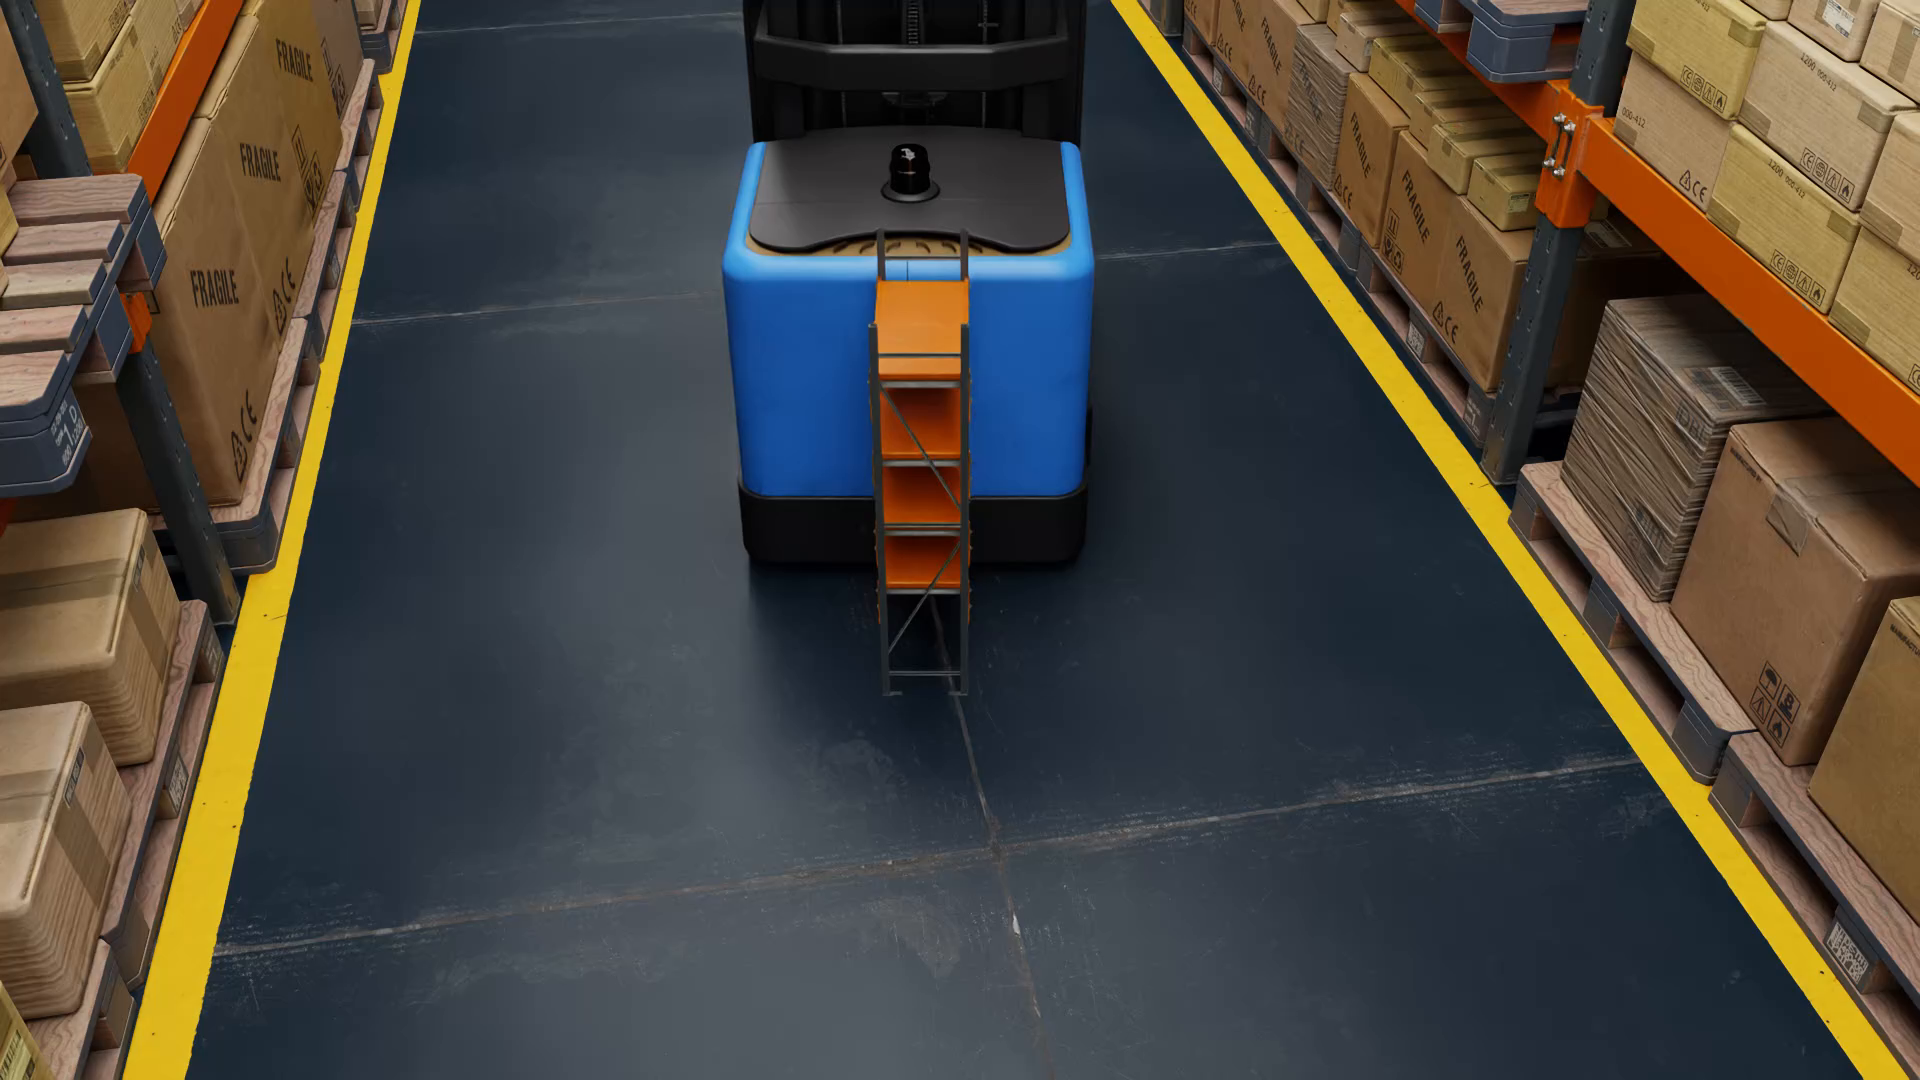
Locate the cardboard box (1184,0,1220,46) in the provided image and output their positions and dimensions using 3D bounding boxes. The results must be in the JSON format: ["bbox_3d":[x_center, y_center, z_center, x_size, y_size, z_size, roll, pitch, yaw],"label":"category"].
[{"bbox_3d":[1.401,-2.724,8.007,0.500,0.500,0.500,-5,38,-6],"label":"cardboard box"}]

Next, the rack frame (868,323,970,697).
[{"bbox_3d":[-0.097,-0.037,4.319,0.240,1.200,0.015,0,38,0],"label":"rack frame"}]

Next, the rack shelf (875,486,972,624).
[{"bbox_3d":[-0.098,0.023,4.675,0.258,0.148,0.480,0,38,0],"label":"rack shelf"}]

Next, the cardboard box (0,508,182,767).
[{"bbox_3d":[-2.558,0.304,4.213,0.950,0.372,0.625,-9,39,-11],"label":"cardboard box"}]

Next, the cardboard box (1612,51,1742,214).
[{"bbox_3d":[2.076,-1.092,4.333,0.500,0.250,0.500,-6,38,-8],"label":"cardboard box"}]

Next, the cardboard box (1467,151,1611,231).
[{"bbox_3d":[1.903,-1.152,5.454,0.380,0.149,0.250,-8,39,-10],"label":"cardboard box"}]

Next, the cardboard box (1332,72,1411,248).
[{"bbox_3d":[1.782,-1.476,6.400,0.500,0.500,0.500,-5,38,-6],"label":"cardboard box"}]

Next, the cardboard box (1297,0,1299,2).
[{"bbox_3d":[1.588,-2.420,7.086,0.380,0.149,0.250,-6,38,-8],"label":"cardboard box"}]

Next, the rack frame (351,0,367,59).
[{"bbox_3d":[-3.348,-3.326,7.086,1.000,3.000,0.127,-6,38,-8],"label":"rack frame"}]

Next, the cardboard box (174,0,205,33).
[{"bbox_3d":[-2.679,-1.799,5.243,0.500,0.250,0.500,-5,38,-6],"label":"cardboard box"}]

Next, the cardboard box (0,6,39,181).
[{"bbox_3d":[-2.294,-0.988,3.410,0.500,0.500,0.500,-7,38,-9],"label":"cardboard box"}]

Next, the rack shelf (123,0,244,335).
[{"bbox_3d":[-2.998,-1.834,5.752,1.077,0.370,4.000,-6,38,-8],"label":"rack shelf"}]

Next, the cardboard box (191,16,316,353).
[{"bbox_3d":[-2.839,-1.202,5.742,0.875,0.875,0.875,-6,38,-7],"label":"cardboard box"}]

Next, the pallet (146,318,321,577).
[{"bbox_3d":[-2.711,-0.293,5.455,1.003,0.211,1.213,-6,38,-8],"label":"pallet"}]

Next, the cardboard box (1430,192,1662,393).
[{"bbox_3d":[1.953,-0.857,5.603,0.500,0.500,0.500,-5,38,-7],"label":"cardboard box"}]

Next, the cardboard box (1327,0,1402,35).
[{"bbox_3d":[1.705,-2.110,6.687,0.380,0.149,0.250,-6,38,-8],"label":"cardboard box"}]

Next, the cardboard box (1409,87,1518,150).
[{"bbox_3d":[1.822,-1.477,5.873,0.380,0.149,0.250,-7,38,-9],"label":"cardboard box"}]

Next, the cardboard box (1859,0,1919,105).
[{"bbox_3d":[2.182,-1.047,3.543,0.380,0.149,0.250,-6,38,-7],"label":"cardboard box"}]

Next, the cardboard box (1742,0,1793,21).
[{"bbox_3d":[2.053,-1.356,3.941,0.380,0.149,0.250,-5,38,-7],"label":"cardboard box"}]

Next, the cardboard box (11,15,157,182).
[{"bbox_3d":[-2.485,-1.173,4.437,0.500,0.250,0.500,-7,38,-9],"label":"cardboard box"}]

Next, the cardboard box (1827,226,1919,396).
[{"bbox_3d":[2.257,-0.478,3.542,0.500,0.250,0.500,-7,38,-9],"label":"cardboard box"}]

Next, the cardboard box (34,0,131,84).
[{"bbox_3d":[-2.493,-1.381,4.297,0.500,0.250,0.500,-6,38,-8],"label":"cardboard box"}]

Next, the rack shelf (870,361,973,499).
[{"bbox_3d":[-0.098,-0.310,4.416,0.258,0.148,0.480,0,38,0],"label":"rack shelf"}]

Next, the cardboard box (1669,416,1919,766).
[{"bbox_3d":[2.457,0.098,4.272,0.875,0.625,0.625,-5,38,-6],"label":"cardboard box"}]

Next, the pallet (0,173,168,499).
[{"bbox_3d":[-2.417,-0.415,3.496,1.213,0.211,1.003,-6,38,-8],"label":"pallet"}]

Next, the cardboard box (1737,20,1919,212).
[{"bbox_3d":[2.163,-0.987,3.791,0.500,0.250,0.500,-5,38,-7],"label":"cardboard box"}]

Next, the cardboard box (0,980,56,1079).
[{"bbox_3d":[-2.293,1.208,3.050,0.950,0.372,0.625,-5,38,-6],"label":"cardboard box"}]

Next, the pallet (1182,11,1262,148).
[{"bbox_3d":[1.718,-2.273,8.004,1.003,0.211,1.213,-6,38,-8],"label":"pallet"}]

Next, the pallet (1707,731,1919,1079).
[{"bbox_3d":[2.556,0.892,3.930,1.003,0.211,1.213,-6,38,-8],"label":"pallet"}]

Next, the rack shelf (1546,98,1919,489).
[{"bbox_3d":[2.590,0.046,3.332,1.077,0.370,4.000,-6,38,-8],"label":"rack shelf"}]

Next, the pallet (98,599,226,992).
[{"bbox_3d":[-2.511,0.664,4.224,1.003,0.211,1.213,-6,38,-8],"label":"pallet"}]

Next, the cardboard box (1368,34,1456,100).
[{"bbox_3d":[1.776,-1.792,6.278,0.380,0.149,0.250,-7,38,-9],"label":"cardboard box"}]

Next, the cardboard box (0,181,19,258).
[{"bbox_3d":[-2.240,-0.650,3.504,0.380,0.149,0.250,-6,38,-7],"label":"cardboard box"}]

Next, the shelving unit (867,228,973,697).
[{"bbox_3d":[-0.098,-0.186,4.512,0.258,1.200,0.503,0,38,0],"label":"shelving unit"}]

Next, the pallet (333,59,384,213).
[{"bbox_3d":[-3.139,-1.767,7.352,1.003,0.211,1.213,-6,38,-8],"label":"pallet"}]

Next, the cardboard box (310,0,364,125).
[{"bbox_3d":[-3.161,-2.287,7.138,0.875,0.875,0.875,-5,38,-7],"label":"cardboard box"}]

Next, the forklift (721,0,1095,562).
[{"bbox_3d":[-0.143,-1.962,5.386,1.130,2.935,3.031,0,38,0],"label":"forklift"}]

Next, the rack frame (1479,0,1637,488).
[{"bbox_3d":[2.239,-1.446,4.666,1.000,3.000,0.127,-6,38,-8],"label":"rack frame"}]

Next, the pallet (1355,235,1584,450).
[{"bbox_3d":[2.146,-0.800,6.107,1.003,0.211,1.213,-6,38,-8],"label":"pallet"}]

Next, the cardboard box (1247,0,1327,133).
[{"bbox_3d":[1.587,-2.102,7.206,0.500,0.500,0.500,-7,38,-9],"label":"cardboard box"}]
